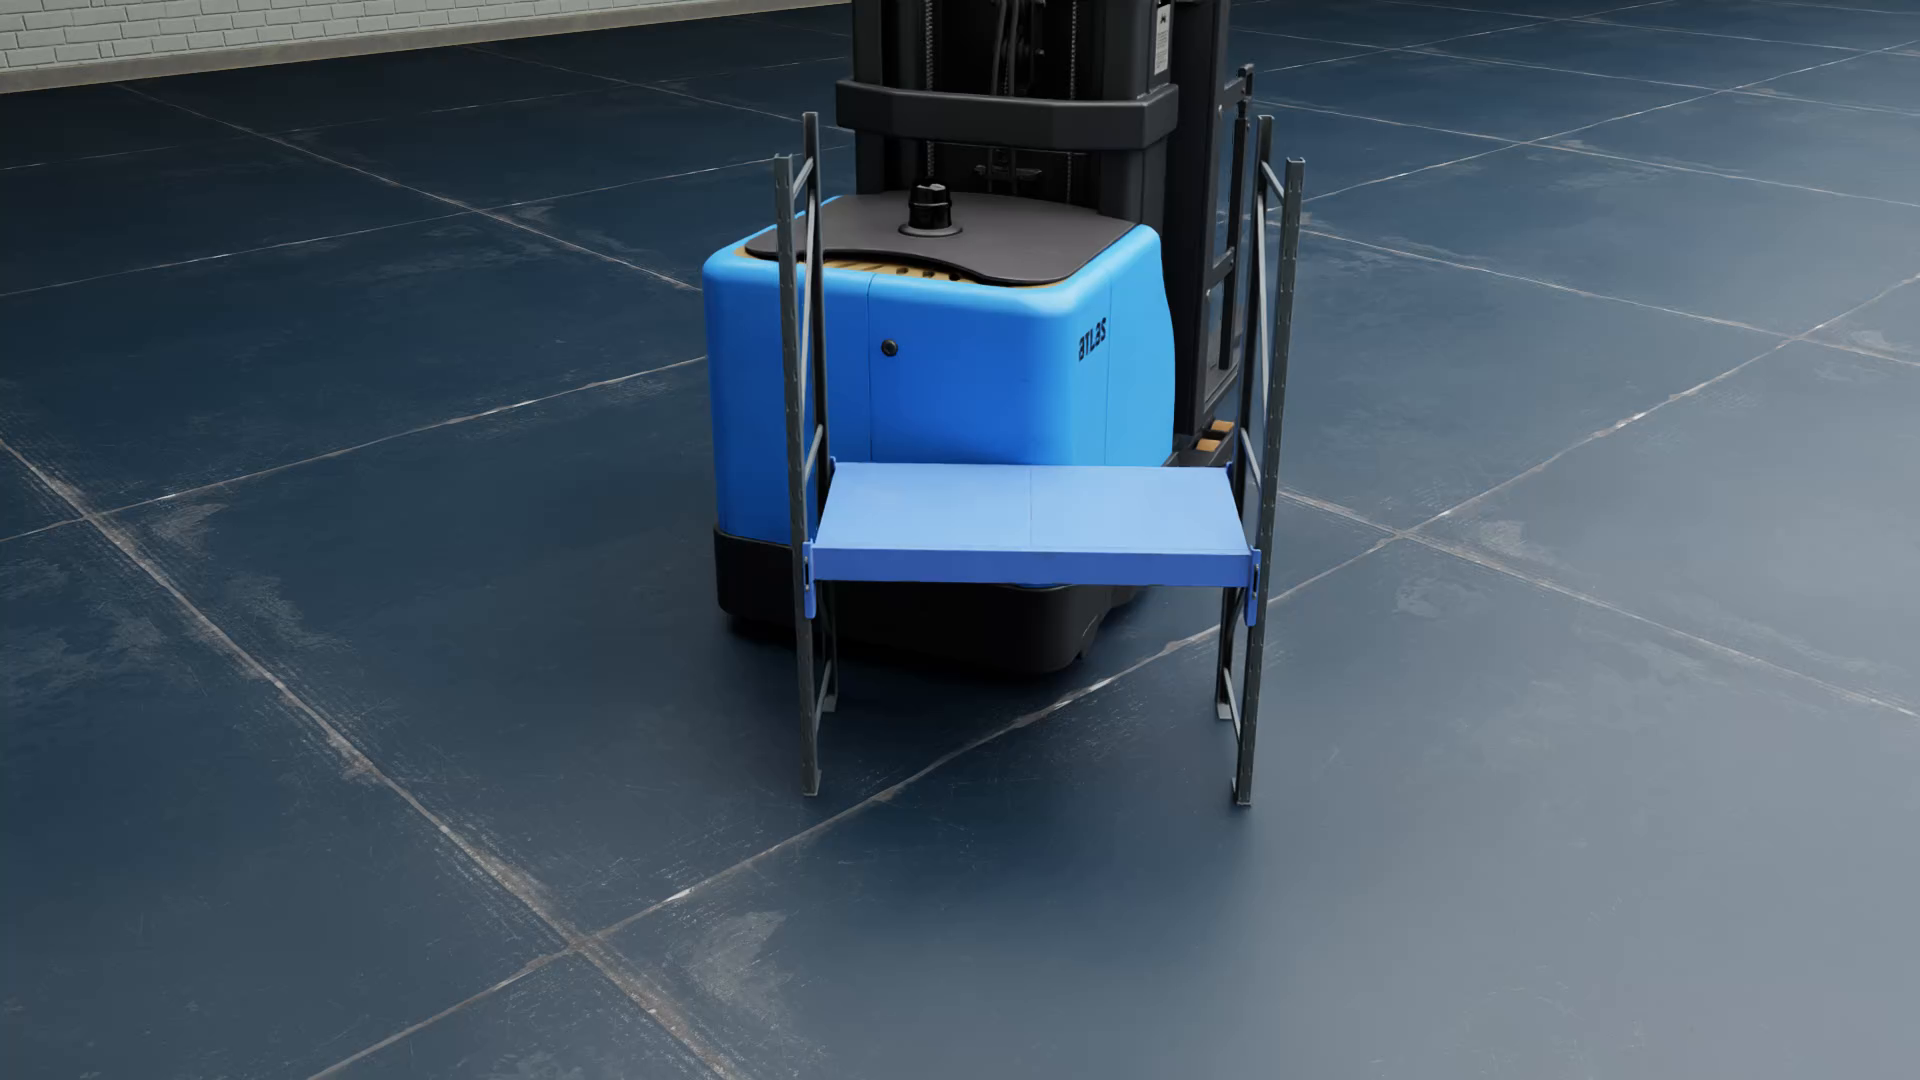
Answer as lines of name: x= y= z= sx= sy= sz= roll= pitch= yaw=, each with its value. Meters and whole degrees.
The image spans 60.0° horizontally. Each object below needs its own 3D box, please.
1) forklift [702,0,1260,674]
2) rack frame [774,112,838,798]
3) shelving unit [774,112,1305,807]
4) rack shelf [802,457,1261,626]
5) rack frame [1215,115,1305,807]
forklift: x=0.349 y=-1.571 z=5.162 sx=1.130 sy=2.935 sz=3.031 roll=10 pitch=26 yaw=20
rack frame: x=-0.345 y=-0.179 z=3.834 sx=0.032 sy=1.500 sz=0.500 roll=1 pitch=25 yaw=2
shelving unit: x=0.163 y=-0.171 z=3.816 sx=1.048 sy=1.500 sz=0.538 roll=1 pitch=25 yaw=2
rack shelf: x=0.163 y=-0.007 z=3.891 sx=1.000 sy=0.185 sz=0.538 roll=1 pitch=25 yaw=2
rack frame: x=0.671 y=-0.163 z=3.799 sx=0.032 sy=1.500 sz=0.500 roll=1 pitch=25 yaw=2
